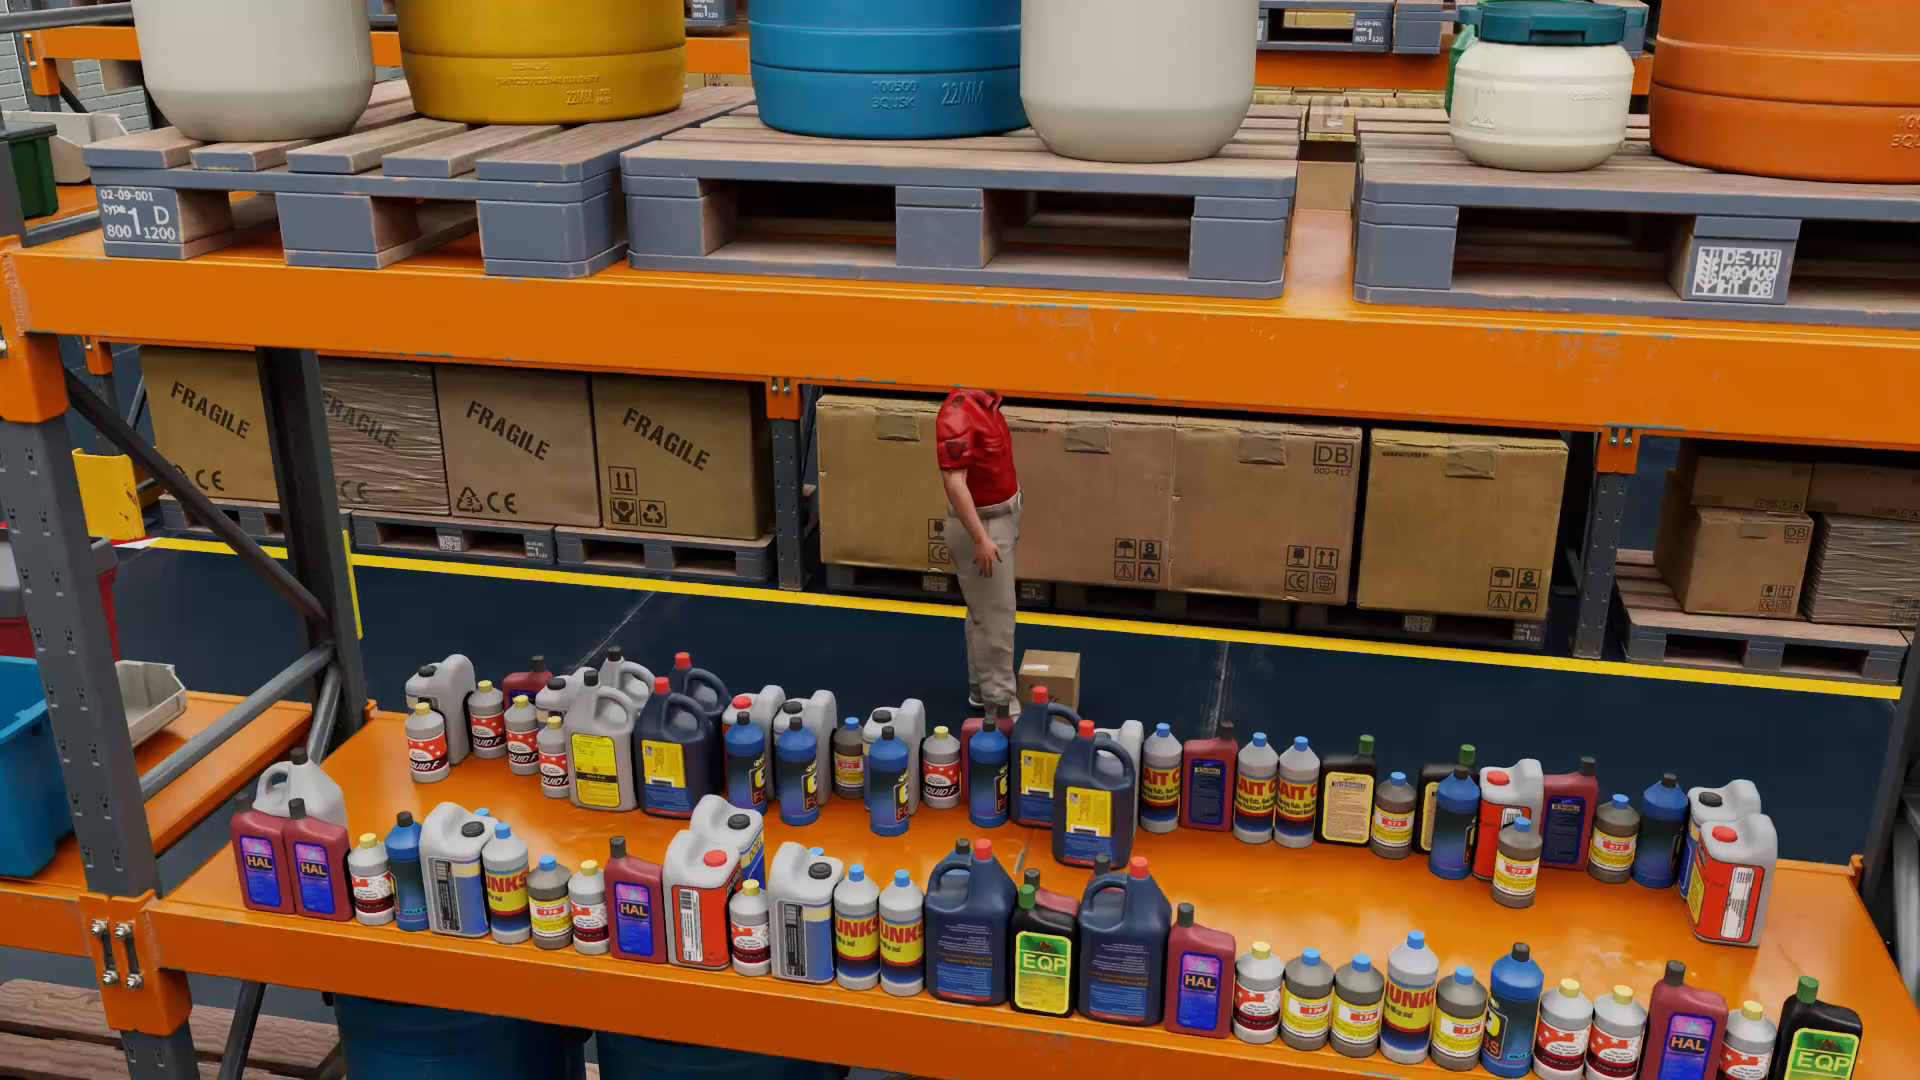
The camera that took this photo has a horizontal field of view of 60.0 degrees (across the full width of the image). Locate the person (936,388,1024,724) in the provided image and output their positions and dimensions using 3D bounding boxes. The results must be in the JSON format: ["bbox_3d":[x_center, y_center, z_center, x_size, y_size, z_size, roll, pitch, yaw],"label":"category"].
[{"bbox_3d":[0.194,-0.035,7.170,0.550,1.728,0.641,4,22,9],"label":"person"}]
